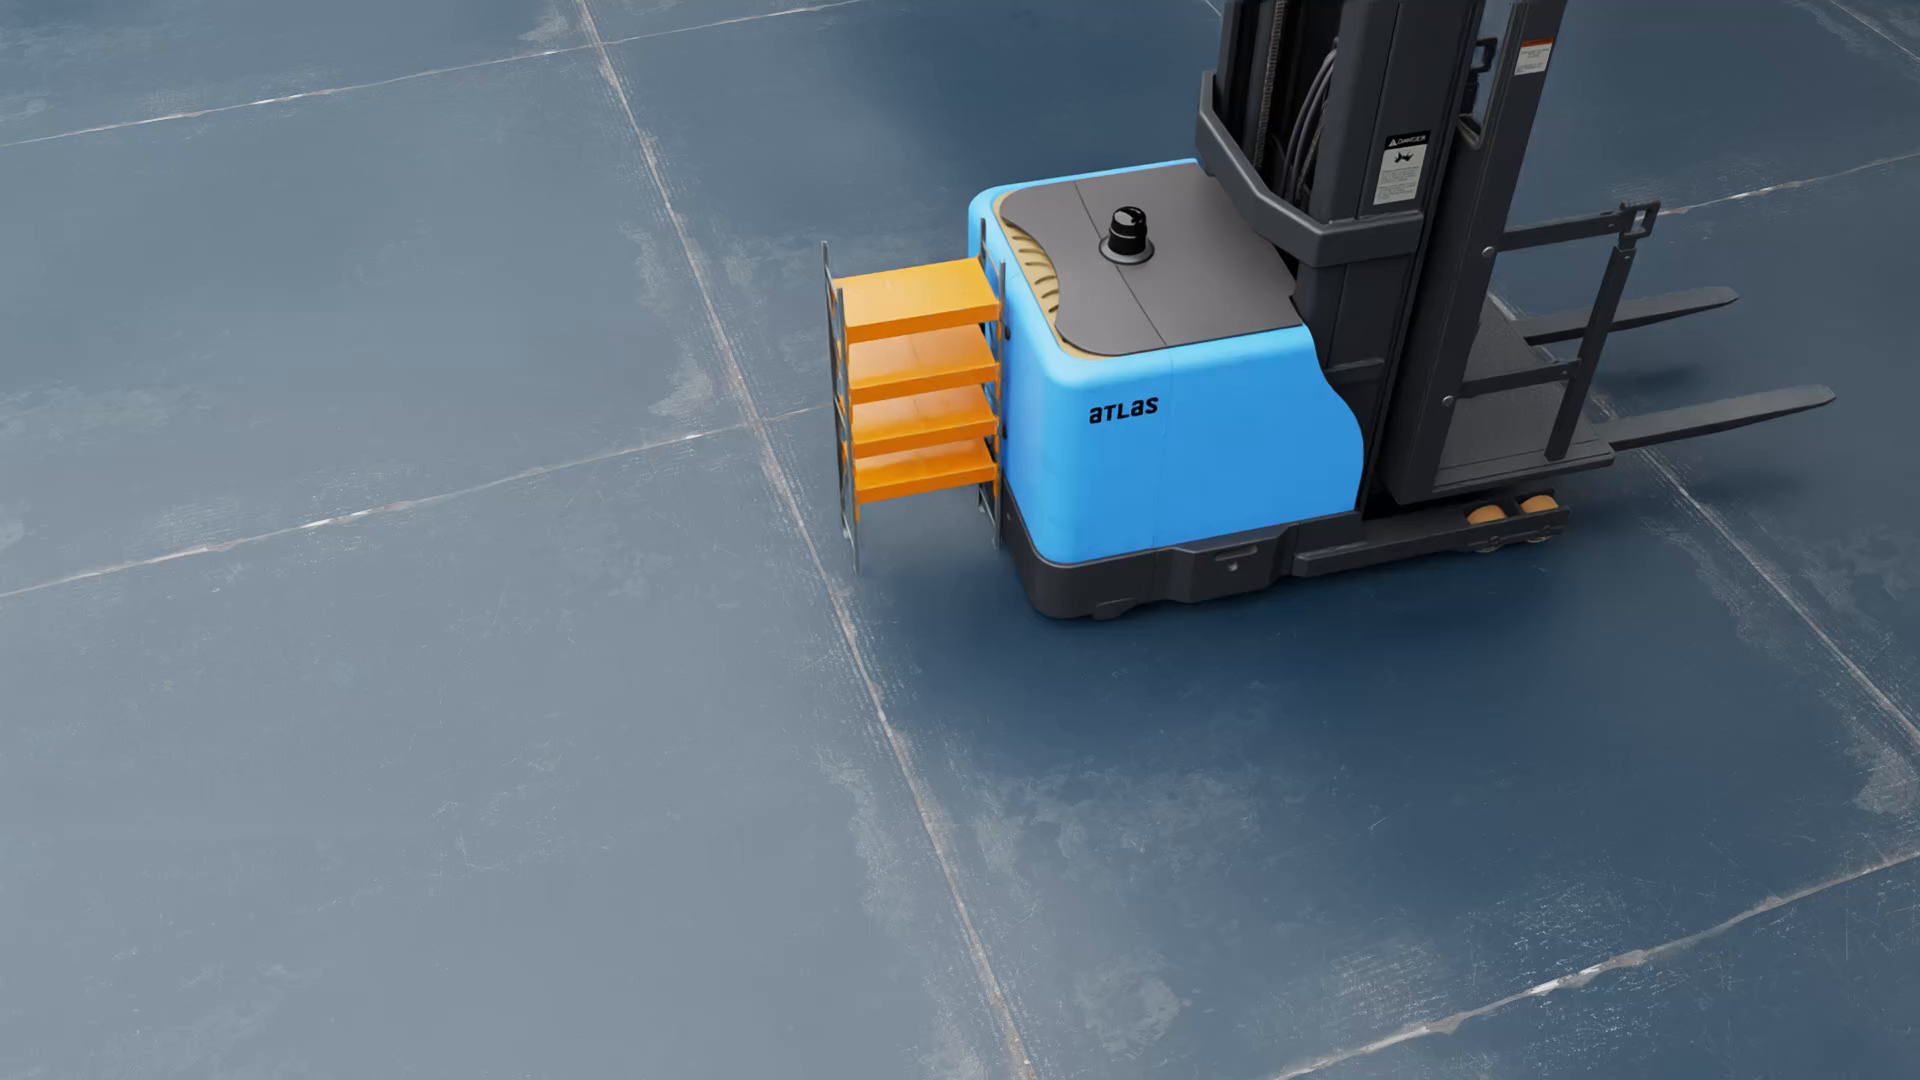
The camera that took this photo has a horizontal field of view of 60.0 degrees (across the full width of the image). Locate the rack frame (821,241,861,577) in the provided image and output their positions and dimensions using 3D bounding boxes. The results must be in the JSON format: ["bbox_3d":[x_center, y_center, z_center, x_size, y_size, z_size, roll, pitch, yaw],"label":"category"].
[{"bbox_3d":[-0.374,-0.382,5.283,0.015,1.200,0.240,-11,46,-10],"label":"rack frame"}]

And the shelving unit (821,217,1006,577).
[{"bbox_3d":[-0.138,-0.426,5.327,0.503,1.200,0.258,-11,46,-10],"label":"shelving unit"}]

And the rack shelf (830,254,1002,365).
[{"bbox_3d":[-0.138,-0.703,5.049,0.480,0.148,0.258,-11,46,-10],"label":"rack shelf"}]

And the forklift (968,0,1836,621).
[{"bbox_3d":[1.588,-1.344,5.020,3.031,2.935,1.130,-11,46,-10],"label":"forklift"}]

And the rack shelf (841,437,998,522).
[{"bbox_3d":[-0.138,-0.238,5.516,0.480,0.148,0.258,-11,46,-10],"label":"rack shelf"}]

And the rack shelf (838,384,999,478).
[{"bbox_3d":[-0.138,-0.378,5.375,0.480,0.148,0.258,-11,46,-10],"label":"rack shelf"}]

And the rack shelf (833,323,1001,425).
[{"bbox_3d":[-0.138,-0.536,5.216,0.480,0.148,0.258,-11,46,-10],"label":"rack shelf"}]

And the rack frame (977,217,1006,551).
[{"bbox_3d":[0.098,-0.470,5.371,0.015,1.200,0.240,-11,46,-10],"label":"rack frame"}]
